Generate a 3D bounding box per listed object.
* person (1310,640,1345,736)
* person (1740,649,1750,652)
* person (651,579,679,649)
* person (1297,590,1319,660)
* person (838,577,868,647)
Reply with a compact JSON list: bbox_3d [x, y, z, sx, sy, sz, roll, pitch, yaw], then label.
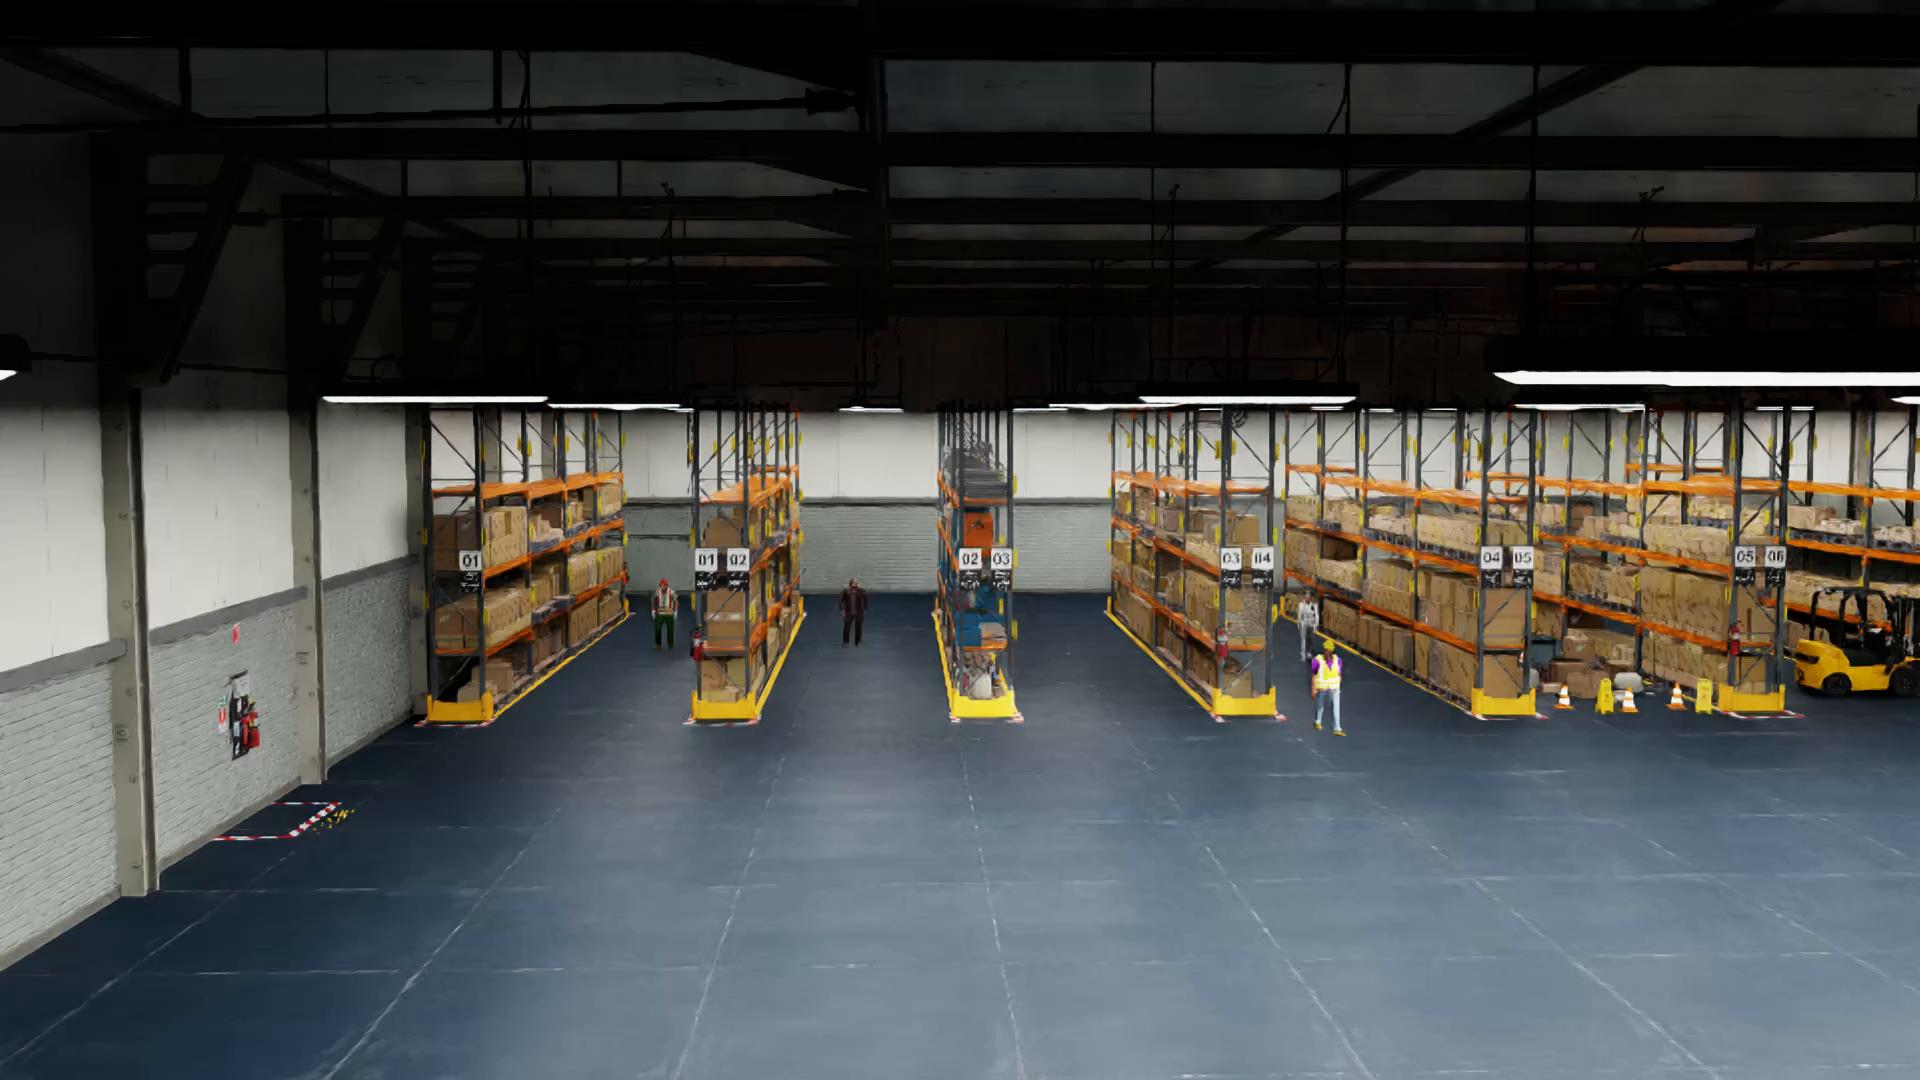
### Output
[{"bbox_3d":[6.544,2.614,29.680,0.577,1.691,1.121,0,4,0],"label":"person"},{"bbox_3d":[17.607,2.028,37.569,0.528,1.671,0.531,2,5,27],"label":"person"},{"bbox_3d":[-7.175,1.795,40.391,0.677,1.742,0.552,0,4,-4],"label":"person"},{"bbox_3d":[8.089,1.966,38.628,0.482,1.616,0.997,0,4,6],"label":"person"},{"bbox_3d":[-2.618,1.768,40.766,0.729,1.733,0.538,0,4,-3],"label":"person"}]
